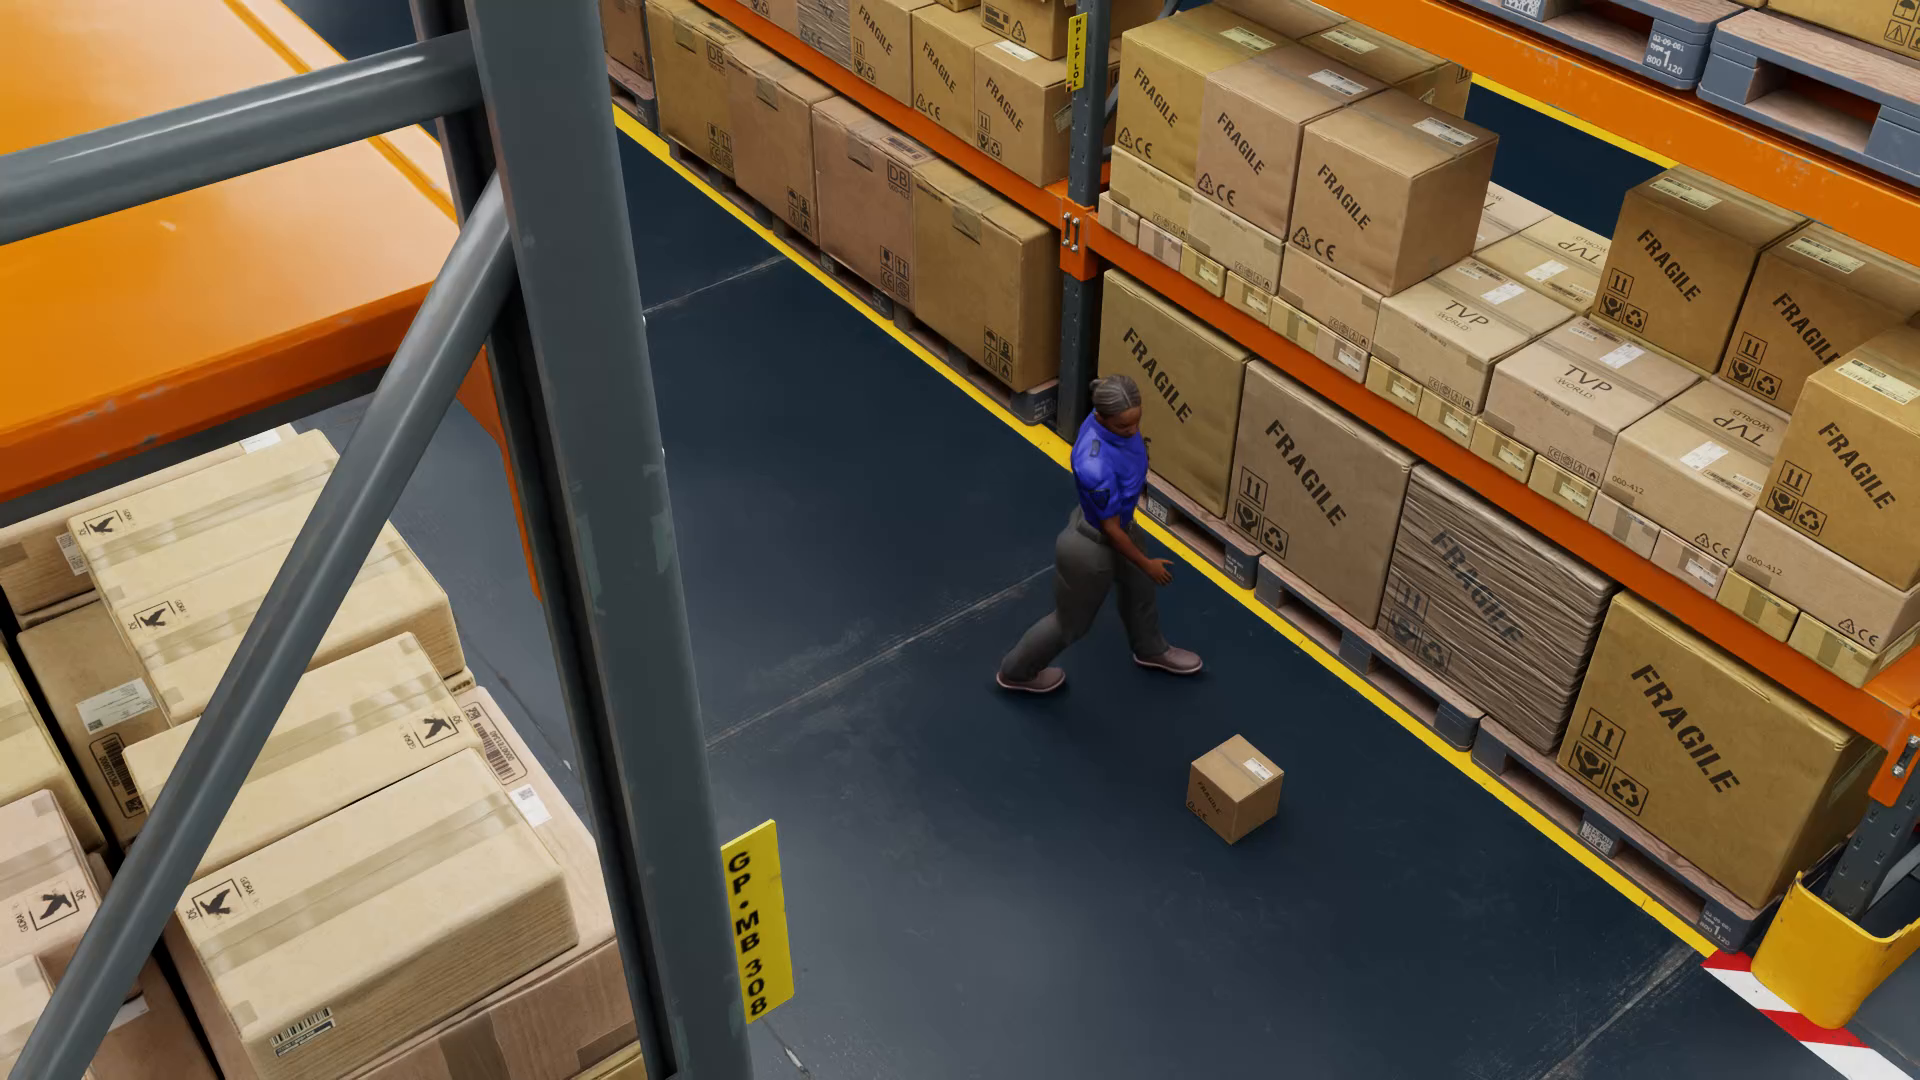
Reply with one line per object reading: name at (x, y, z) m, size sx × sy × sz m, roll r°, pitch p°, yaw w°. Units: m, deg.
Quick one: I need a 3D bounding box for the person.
person at (0.580, -0.015, 6.448) m, size 0.798 × 1.607 × 0.512 m, roll 12°, pitch 42°, yaw 14°
